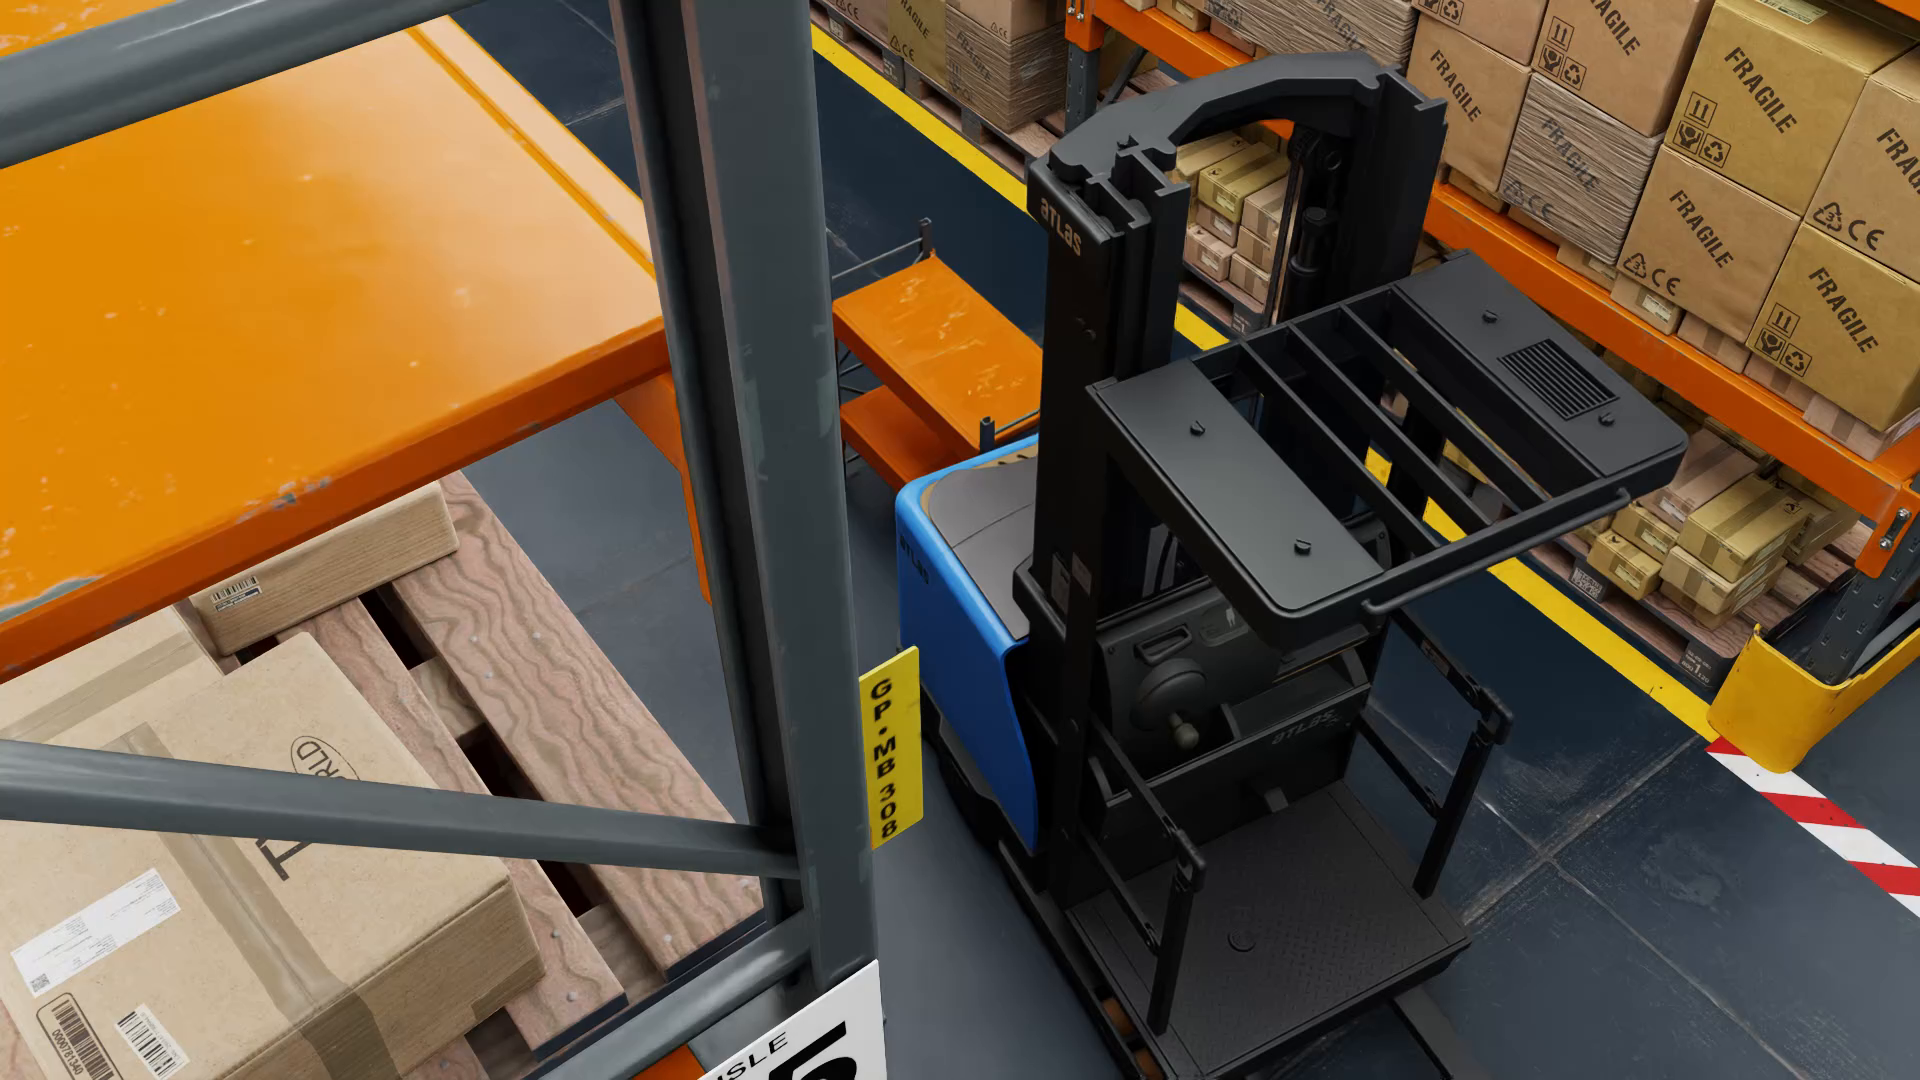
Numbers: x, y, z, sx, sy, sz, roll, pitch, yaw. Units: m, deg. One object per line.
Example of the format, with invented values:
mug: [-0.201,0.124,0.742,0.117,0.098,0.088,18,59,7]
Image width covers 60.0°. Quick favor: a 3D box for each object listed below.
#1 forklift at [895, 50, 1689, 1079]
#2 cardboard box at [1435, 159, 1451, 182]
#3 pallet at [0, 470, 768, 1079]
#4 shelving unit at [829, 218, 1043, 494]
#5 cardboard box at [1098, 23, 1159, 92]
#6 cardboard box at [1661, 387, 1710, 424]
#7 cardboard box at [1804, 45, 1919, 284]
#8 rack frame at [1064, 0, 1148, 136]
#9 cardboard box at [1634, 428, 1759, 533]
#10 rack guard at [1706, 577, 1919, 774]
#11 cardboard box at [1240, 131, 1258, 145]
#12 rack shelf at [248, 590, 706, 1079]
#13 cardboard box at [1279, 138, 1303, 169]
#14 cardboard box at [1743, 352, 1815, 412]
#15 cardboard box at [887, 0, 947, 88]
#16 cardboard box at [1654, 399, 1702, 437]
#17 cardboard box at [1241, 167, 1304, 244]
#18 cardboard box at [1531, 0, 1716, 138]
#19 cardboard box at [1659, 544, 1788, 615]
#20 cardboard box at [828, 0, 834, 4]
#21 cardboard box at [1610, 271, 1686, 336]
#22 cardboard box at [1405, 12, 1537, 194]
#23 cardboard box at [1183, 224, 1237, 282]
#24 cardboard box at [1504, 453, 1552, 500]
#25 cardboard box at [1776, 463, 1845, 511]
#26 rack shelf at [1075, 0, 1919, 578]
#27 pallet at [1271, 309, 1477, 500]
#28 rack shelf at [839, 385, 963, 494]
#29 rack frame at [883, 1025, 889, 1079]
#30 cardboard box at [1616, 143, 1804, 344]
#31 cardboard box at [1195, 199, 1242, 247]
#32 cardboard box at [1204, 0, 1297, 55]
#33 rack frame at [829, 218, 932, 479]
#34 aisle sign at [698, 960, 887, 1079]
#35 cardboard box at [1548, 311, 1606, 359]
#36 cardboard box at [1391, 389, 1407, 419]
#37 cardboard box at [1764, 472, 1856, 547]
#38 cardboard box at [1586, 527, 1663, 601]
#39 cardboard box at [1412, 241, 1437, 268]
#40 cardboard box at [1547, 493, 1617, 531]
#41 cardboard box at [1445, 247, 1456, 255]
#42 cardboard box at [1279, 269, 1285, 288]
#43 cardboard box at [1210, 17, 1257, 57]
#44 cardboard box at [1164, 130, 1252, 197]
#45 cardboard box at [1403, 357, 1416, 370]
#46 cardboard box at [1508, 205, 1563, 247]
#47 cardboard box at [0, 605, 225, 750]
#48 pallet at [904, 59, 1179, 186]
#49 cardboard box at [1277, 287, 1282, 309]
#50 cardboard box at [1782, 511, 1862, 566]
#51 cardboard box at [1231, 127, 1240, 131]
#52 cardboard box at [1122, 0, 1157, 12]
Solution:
forklift: [0.898,0.364,4.441,1.130,2.935,3.031,-21,51,-18]
cardboard box: [1.873,-1.533,6.284,0.380,0.149,0.250,-27,53,-23]
pallet: [-0.987,0.405,2.393,1.003,0.211,1.213,-29,54,-24]
shelving unit: [-0.020,-0.430,6.380,0.538,1.125,1.048,-28,54,-23]
cardboard box: [0.690,-2.680,8.557,0.500,0.500,0.500,-27,53,-23]
cardboard box: [2.988,-0.624,6.529,0.380,0.149,0.250,-30,54,-24]
cardboard box: [2.873,-1.093,4.772,0.500,0.500,0.500,-30,55,-25]
rack frame: [0.927,-2.824,7.284,1.000,3.000,0.127,-29,54,-24]
cardboard box: [2.720,-0.221,6.164,0.380,0.149,0.250,-28,54,-23]
rack guard: [3.303,0.330,6.113,1.175,0.500,0.348,-29,54,-24]
cardboard box: [1.544,-1.910,7.896,0.380,0.149,0.250,-32,55,-26]
rack shelf: [-1.741,-0.130,3.303,1.077,0.370,4.000,-29,54,-24]
cardboard box: [1.692,-1.837,7.629,0.380,0.149,0.250,-30,54,-24]
cardboard box: [2.805,-0.610,5.446,0.380,0.149,0.250,-29,54,-24]
cardboard box: [-0.032,-2.751,8.622,0.500,0.500,0.500,-31,55,-25]
cardboard box: [2.896,-0.464,6.585,0.380,0.149,0.250,-29,54,-24]
cardboard box: [1.458,-1.451,7.279,0.380,0.149,0.250,-31,55,-25]
cardboard box: [2.245,-1.694,5.317,0.500,0.500,0.500,-27,53,-22]
cardboard box: [2.802,0.068,6.102,0.380,0.149,0.250,-31,55,-25]
cardboard box: [-0.648,-3.357,9.171,0.500,0.500,0.500,-31,55,-25]
cardboard box: [2.469,-0.891,5.701,0.380,0.149,0.250,-28,54,-23]
cardboard box: [1.956,-1.647,5.949,0.500,0.500,0.500,-27,53,-22]
cardboard box: [1.244,-1.368,7.605,0.380,0.149,0.250,-30,54,-24]
cardboard box: [2.376,-0.306,6.642,0.380,0.149,0.250,-29,54,-24]
cardboard box: [3.302,-0.310,6.244,0.380,0.149,0.250,-32,55,-26]
rack shelf: [2.138,-1.403,6.481,1.077,0.370,4.000,-29,54,-24]
pallet: [2.104,-0.787,7.320,1.003,0.211,1.213,-29,54,-24]
rack shelf: [-0.020,-0.266,6.561,0.538,0.278,1.000,-28,54,-23]
rack frame: [-0.530,1.815,3.079,1.000,3.000,0.127,-29,54,-24]
cardboard box: [2.564,-1.054,5.412,0.500,0.500,0.500,-30,55,-25]
cardboard box: [1.292,-1.513,7.536,0.380,0.149,0.250,-30,54,-24]
cardboard box: [1.331,-2.263,6.508,0.500,0.500,0.500,-29,54,-24]
rack frame: [-0.318,-0.736,6.657,0.500,1.125,0.032,-28,54,-23]
aisle sign: [-0.256,0.854,2.195,0.394,0.787,0.004,-29,54,-24]
cardboard box: [2.612,-0.901,6.780,0.380,0.149,0.250,-27,53,-23]
cardboard box: [2.022,-0.598,6.907,0.380,0.149,0.250,-28,54,-23]
cardboard box: [3.236,-0.173,6.321,0.380,0.149,0.250,-27,53,-23]
cardboard box: [2.627,0.028,6.339,0.380,0.149,0.250,-28,54,-23]
cardboard box: [1.778,-1.141,6.998,0.380,0.149,0.250,-32,55,-25]
cardboard box: [2.486,-0.237,6.379,0.380,0.149,0.250,-32,55,-25]
cardboard box: [2.261,-1.182,7.035,0.380,0.149,0.250,-29,54,-24]
cardboard box: [1.601,-1.180,7.234,0.380,0.149,0.250,-27,53,-22]
cardboard box: [1.256,-2.173,6.863,0.380,0.149,0.250,-32,55,-25]
cardboard box: [1.090,-1.722,7.524,0.380,0.149,0.250,-27,53,-22]
cardboard box: [2.022,-0.696,6.796,0.380,0.149,0.250,-27,53,-22]
cardboard box: [2.216,-1.245,6.023,0.380,0.149,0.250,-32,55,-25]
cardboard box: [-1.191,0.281,2.263,0.380,0.149,0.250,-33,56,-27]
pallet: [0.454,-2.345,8.733,1.003,0.211,1.213,-29,54,-24]
cardboard box: [1.628,-1.098,7.360,0.380,0.149,0.250,-32,55,-25]
cardboard box: [3.286,-0.101,6.457,0.380,0.149,0.250,-28,54,-23]
cardboard box: [1.349,-2.114,7.880,0.380,0.149,0.250,-28,54,-23]
cardboard box: [0.838,-2.425,7.093,0.380,0.149,0.250,-28,53,-23]
